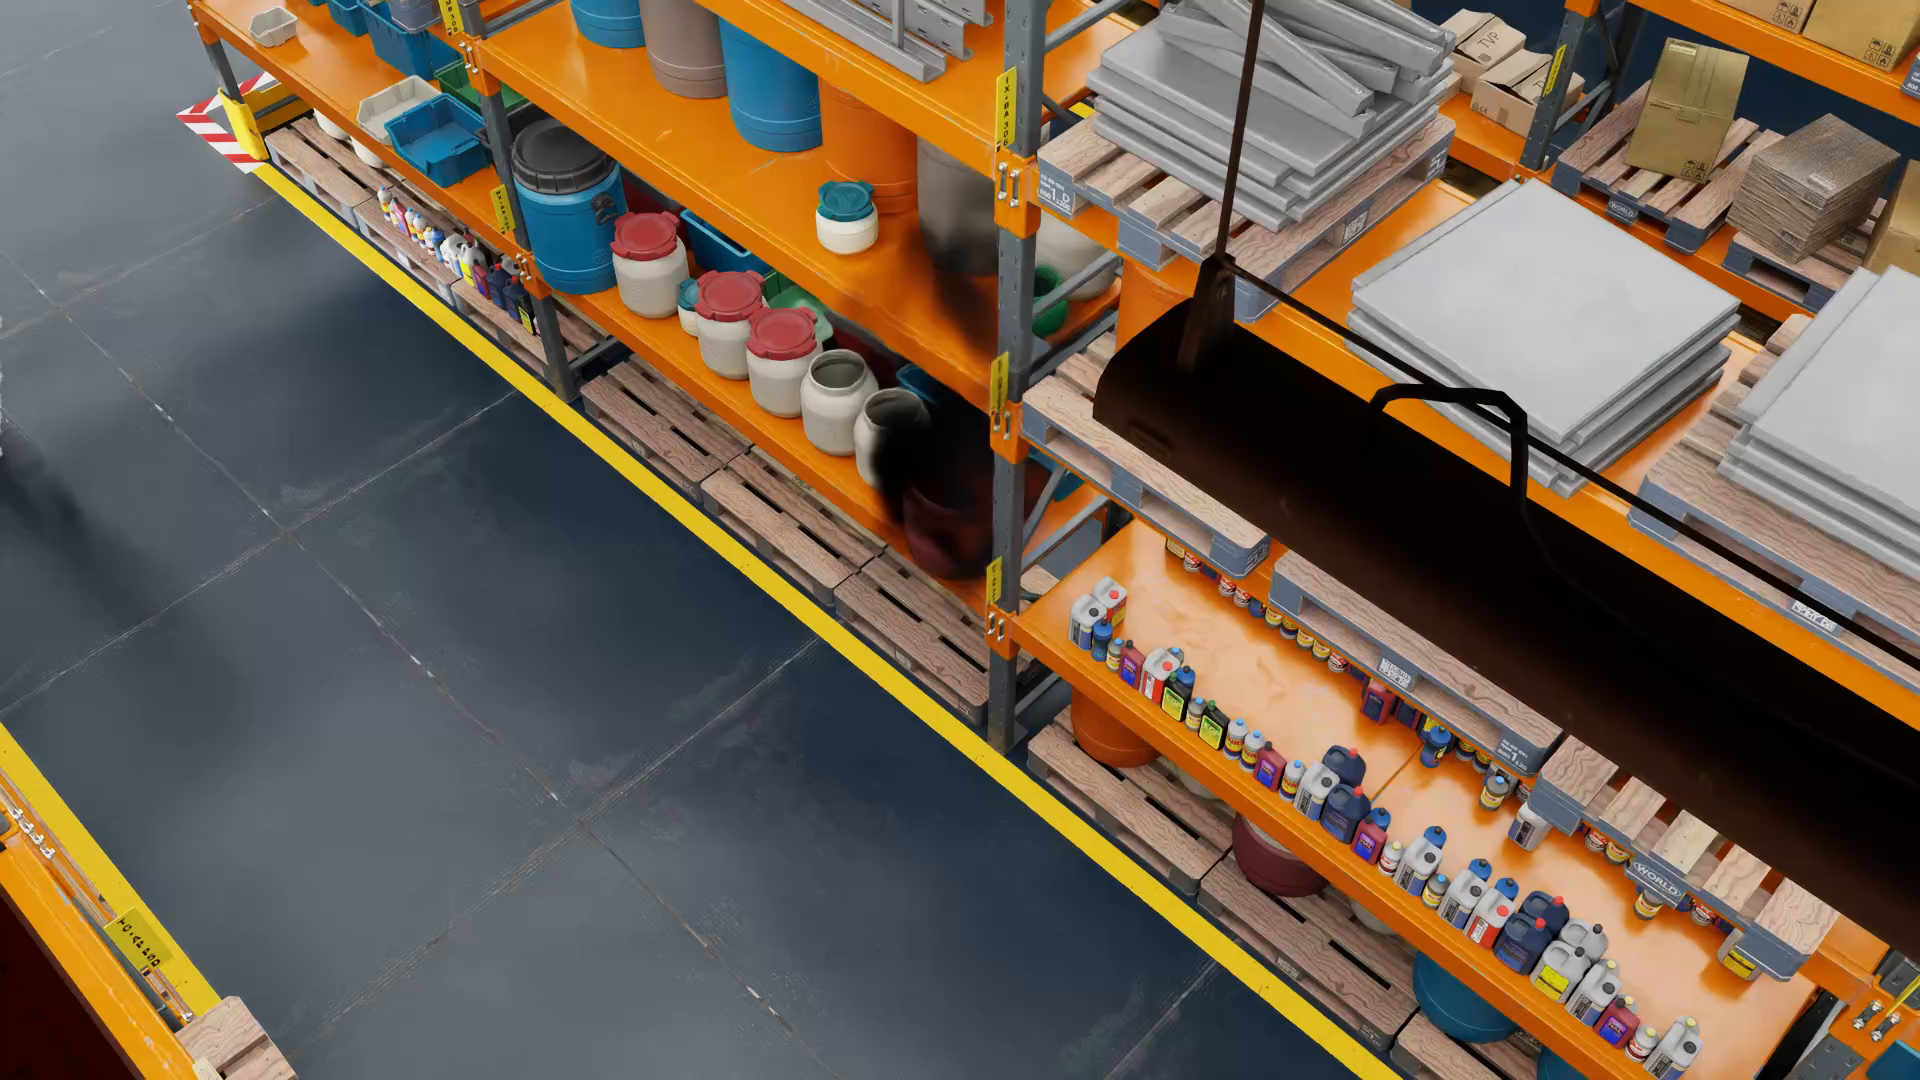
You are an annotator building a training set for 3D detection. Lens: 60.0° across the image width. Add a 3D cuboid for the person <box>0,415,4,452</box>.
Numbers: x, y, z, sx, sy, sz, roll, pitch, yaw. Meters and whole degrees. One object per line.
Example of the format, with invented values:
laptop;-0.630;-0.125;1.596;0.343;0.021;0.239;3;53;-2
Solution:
person;-6.506;-1.270;10.308;0.691;1.746;0.680;32;57;24
